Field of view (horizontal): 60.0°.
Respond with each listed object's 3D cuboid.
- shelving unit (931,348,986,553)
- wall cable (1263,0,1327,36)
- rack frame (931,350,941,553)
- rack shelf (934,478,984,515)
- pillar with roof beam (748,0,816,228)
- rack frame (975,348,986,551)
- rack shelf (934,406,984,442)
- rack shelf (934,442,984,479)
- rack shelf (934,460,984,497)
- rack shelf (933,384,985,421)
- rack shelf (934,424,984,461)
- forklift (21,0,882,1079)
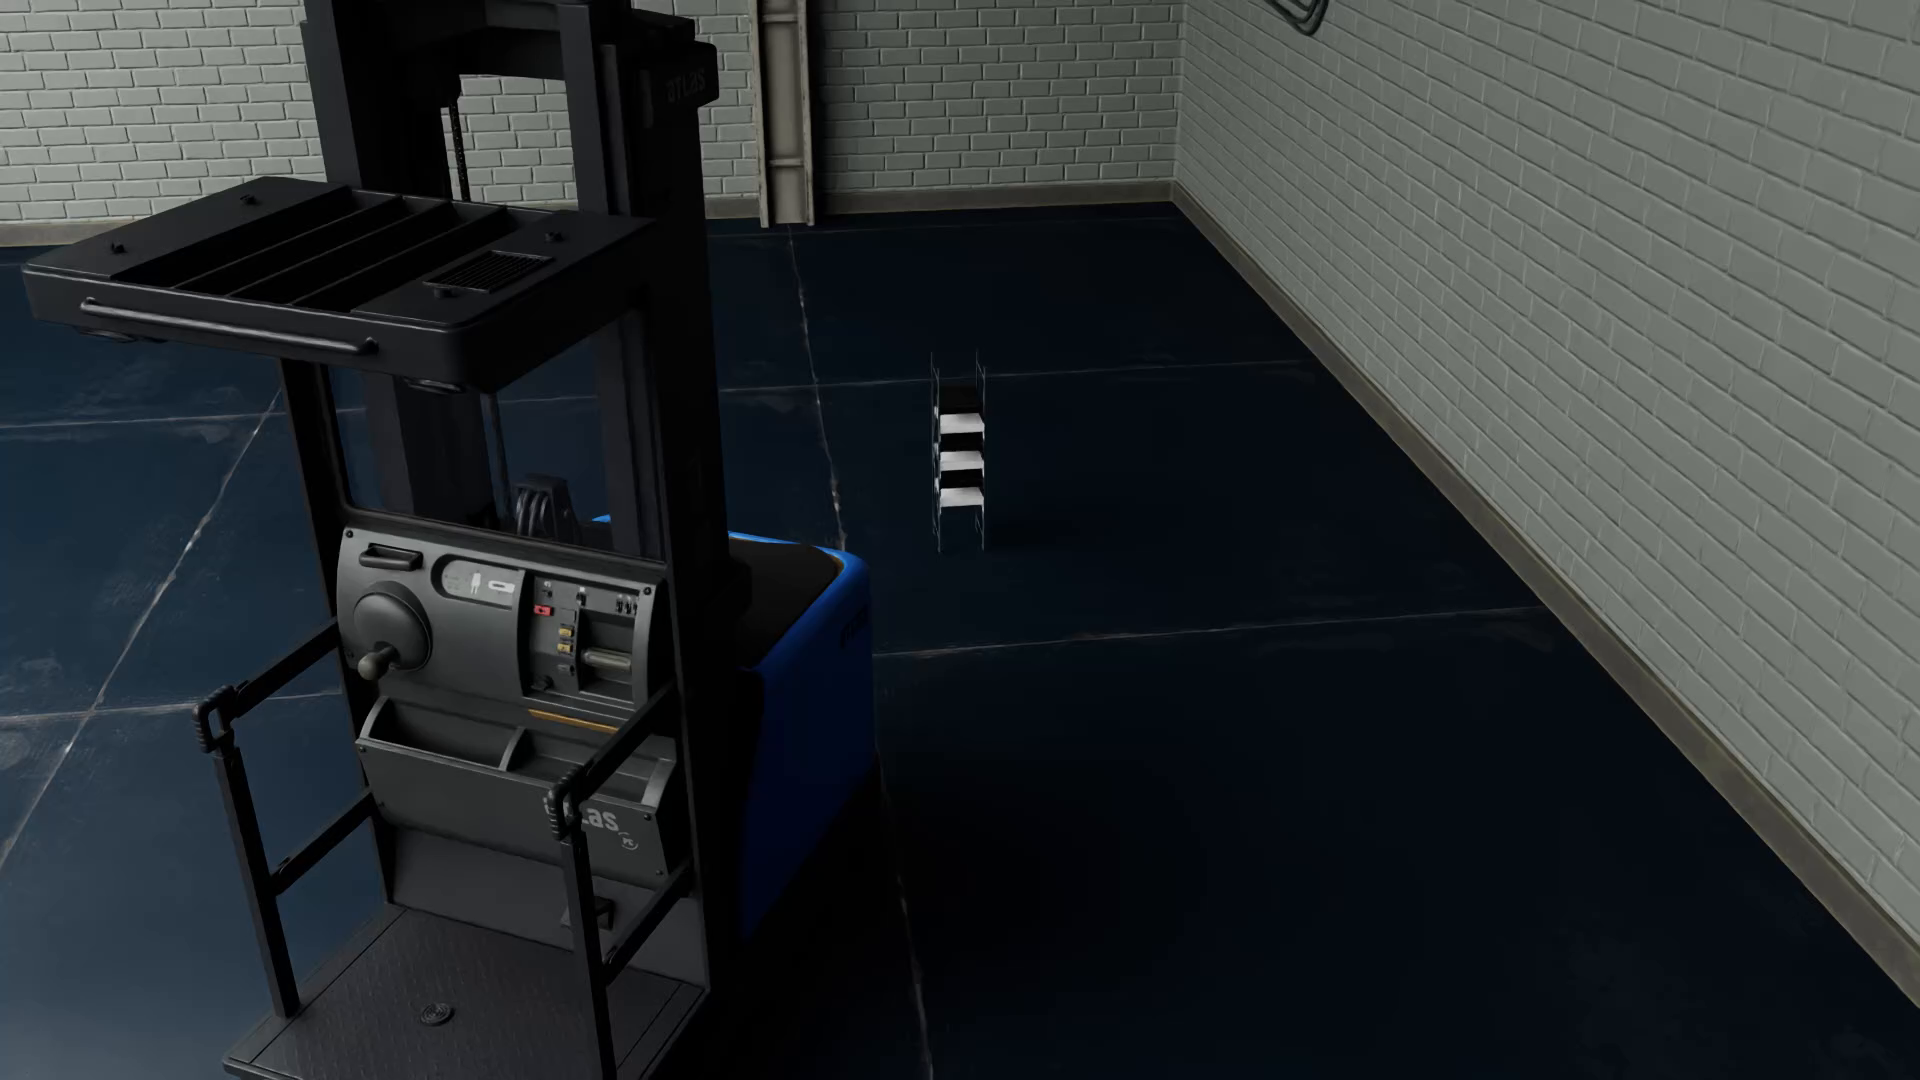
[{"bbox_3d":[-0.008,-0.400,7.544,0.210,0.900,0.258,-4,27,-7],"label":"shelving unit"},{"bbox_3d":[1.816,-4.591,10.242,0.112,2.526,3.097,-4,27,-7],"label":"wall cable"},{"bbox_3d":[-0.109,-0.393,7.531,0.006,0.900,0.240,-4,27,-7],"label":"rack frame"},{"bbox_3d":[-0.008,-0.210,7.641,0.200,0.077,0.258,-4,27,-7],"label":"rack shelf"},{"bbox_3d":[-0.685,-4.437,6.540,0.400,9.000,9.100,-4,27,-7],"label":"pillar with roof beam"},{"bbox_3d":[0.093,-0.406,7.556,0.006,0.900,0.240,-4,27,-7],"label":"rack frame"},{"bbox_3d":[-0.008,-0.530,7.477,0.200,0.077,0.258,-4,27,-7],"label":"rack shelf"},{"bbox_3d":[-0.008,-0.370,7.559,0.200,0.077,0.258,-4,27,-7],"label":"rack shelf"},{"bbox_3d":[-0.008,-0.290,7.600,0.200,0.077,0.258,-4,27,-7],"label":"rack shelf"},{"bbox_3d":[-0.008,-0.610,7.436,0.200,0.077,0.258,-4,27,-7],"label":"rack shelf"},{"bbox_3d":[-0.008,-0.450,7.518,0.200,0.077,0.258,-4,27,-7],"label":"rack shelf"},{"bbox_3d":[-1.258,0.251,4.051,1.130,2.935,3.031,10,29,18],"label":"forklift"}]
